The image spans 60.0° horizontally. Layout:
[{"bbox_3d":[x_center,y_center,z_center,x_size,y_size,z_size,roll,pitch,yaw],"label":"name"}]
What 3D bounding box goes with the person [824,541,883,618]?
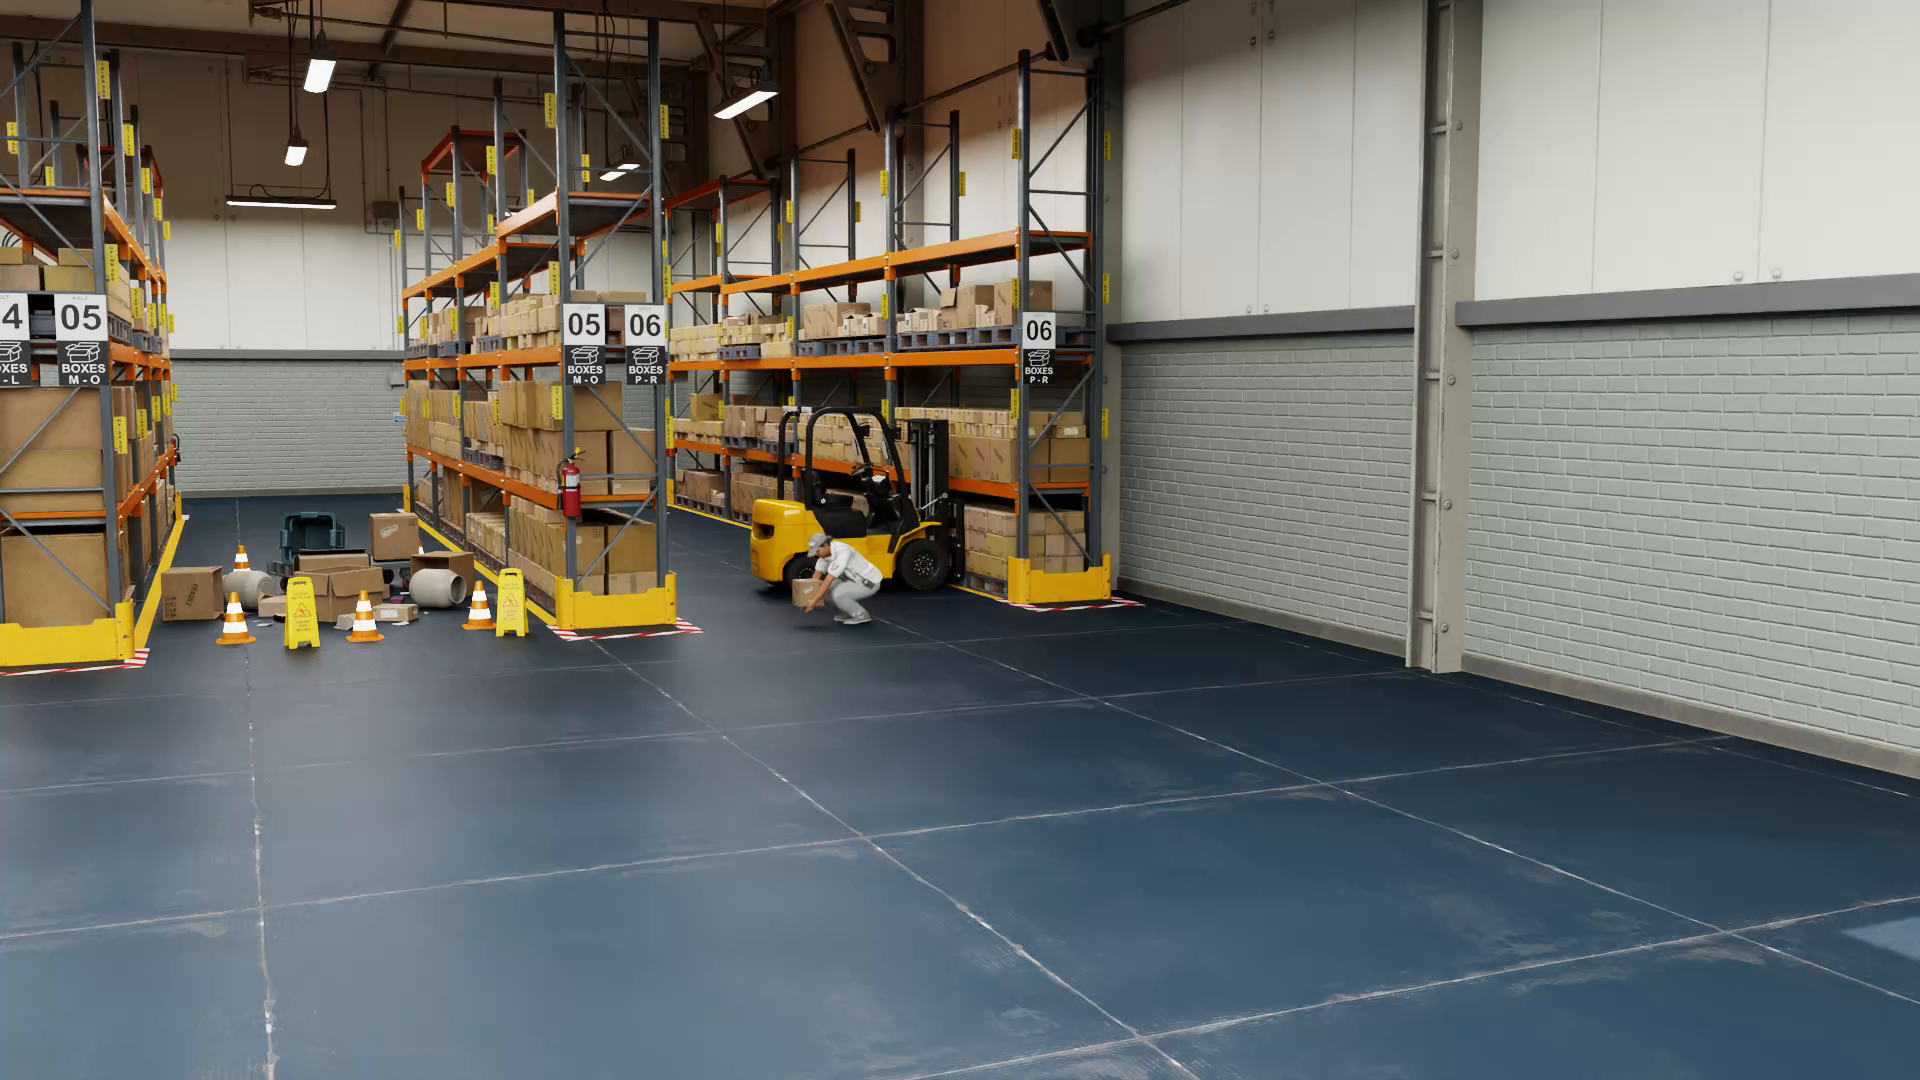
[{"bbox_3d":[-1.094,0.402,16.946,0.600,0.812,0.522,-3,6,-25],"label":"person"}]
